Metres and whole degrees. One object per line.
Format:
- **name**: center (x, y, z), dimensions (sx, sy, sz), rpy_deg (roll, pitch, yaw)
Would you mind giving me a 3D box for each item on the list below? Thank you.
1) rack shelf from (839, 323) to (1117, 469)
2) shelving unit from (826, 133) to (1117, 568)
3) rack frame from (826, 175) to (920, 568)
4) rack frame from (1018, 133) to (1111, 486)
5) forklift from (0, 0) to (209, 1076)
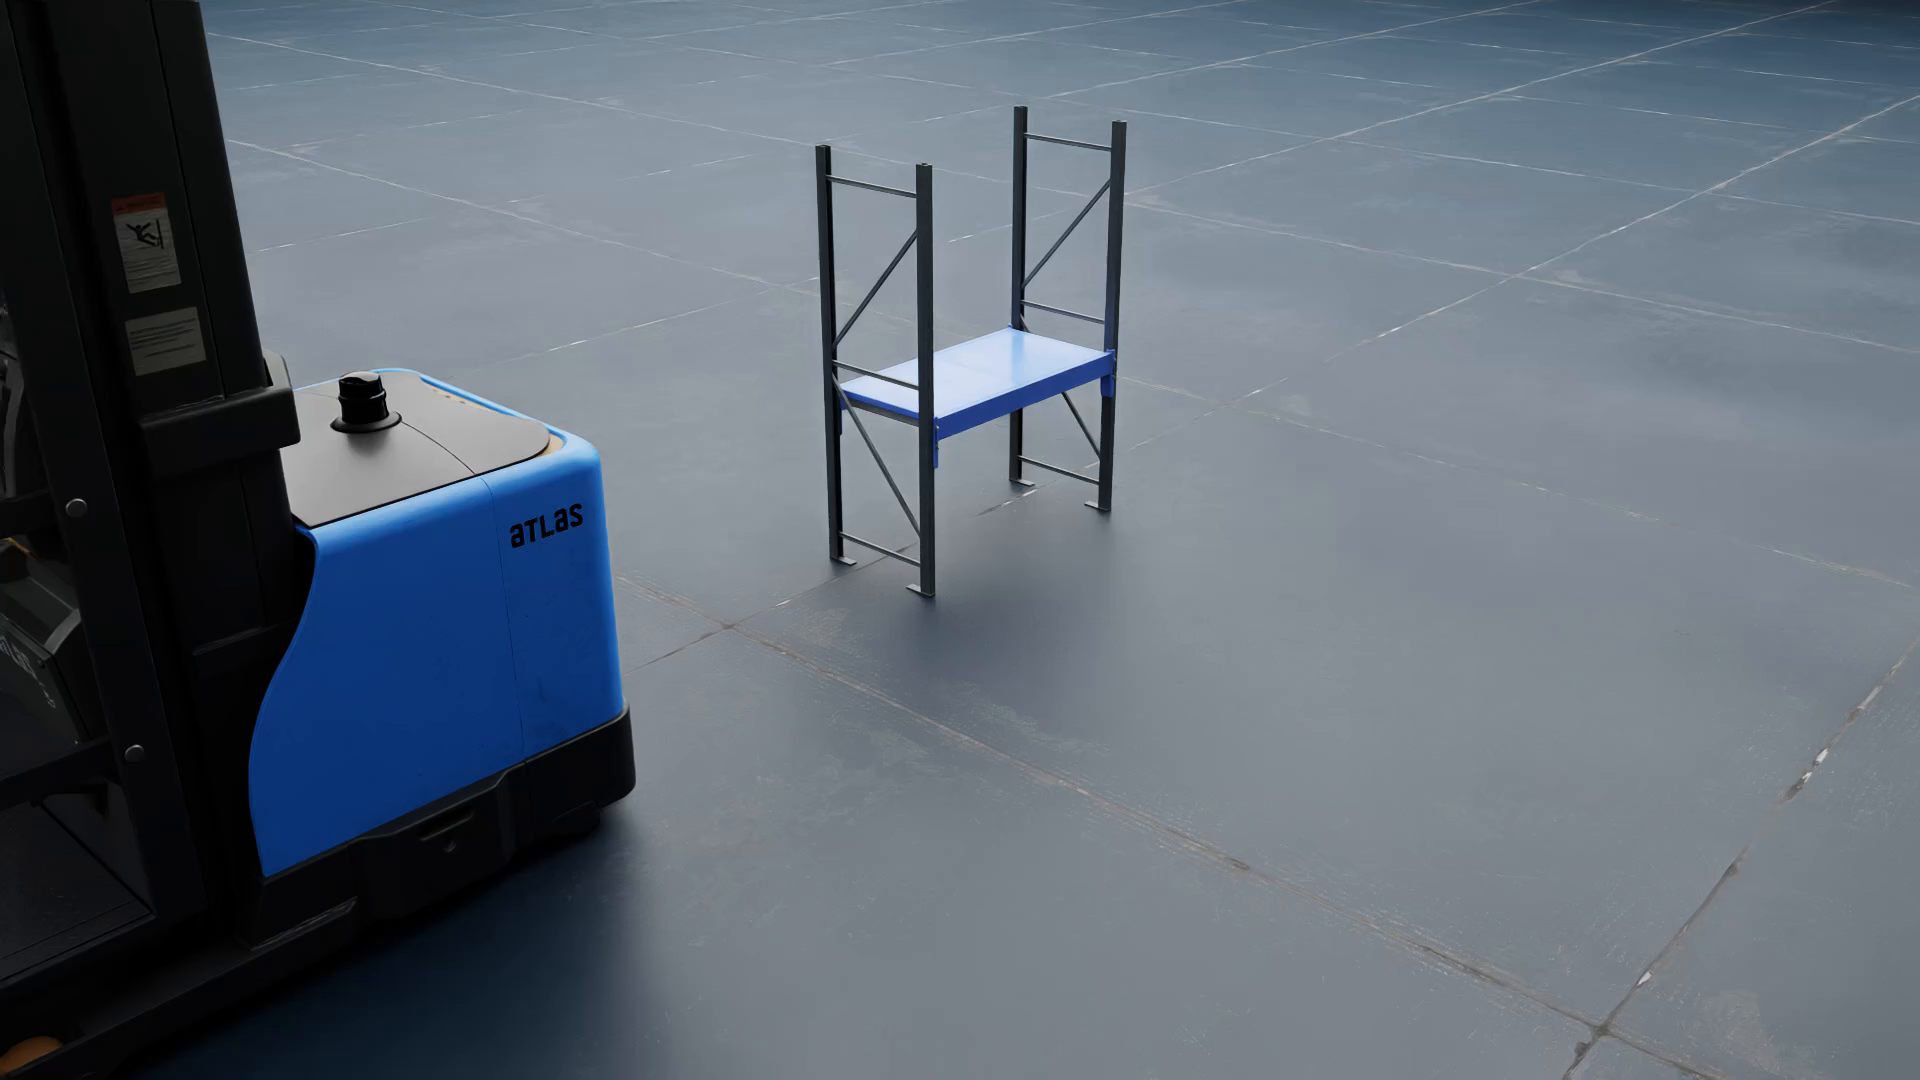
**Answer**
- **rack shelf**: center (0.057, -0.546, 6.075), dimensions (0.538, 0.185, 1.000), rpy_deg (20, 31, 38)
- **shelving unit**: center (0.057, -0.710, 6.001), dimensions (0.538, 1.308, 1.030), rpy_deg (20, 31, 38)
- **rack frame**: center (-0.284, -0.556, 5.657), dimensions (0.475, 1.308, 0.013), rpy_deg (20, 31, 38)
- **rack frame**: center (0.395, -0.866, 6.348), dimensions (0.475, 1.308, 0.013), rpy_deg (20, 31, 38)
- **forklift**: center (-2.262, -0.292, 3.318), dimensions (1.121, 2.935, 3.031), rpy_deg (21, 31, 38)
